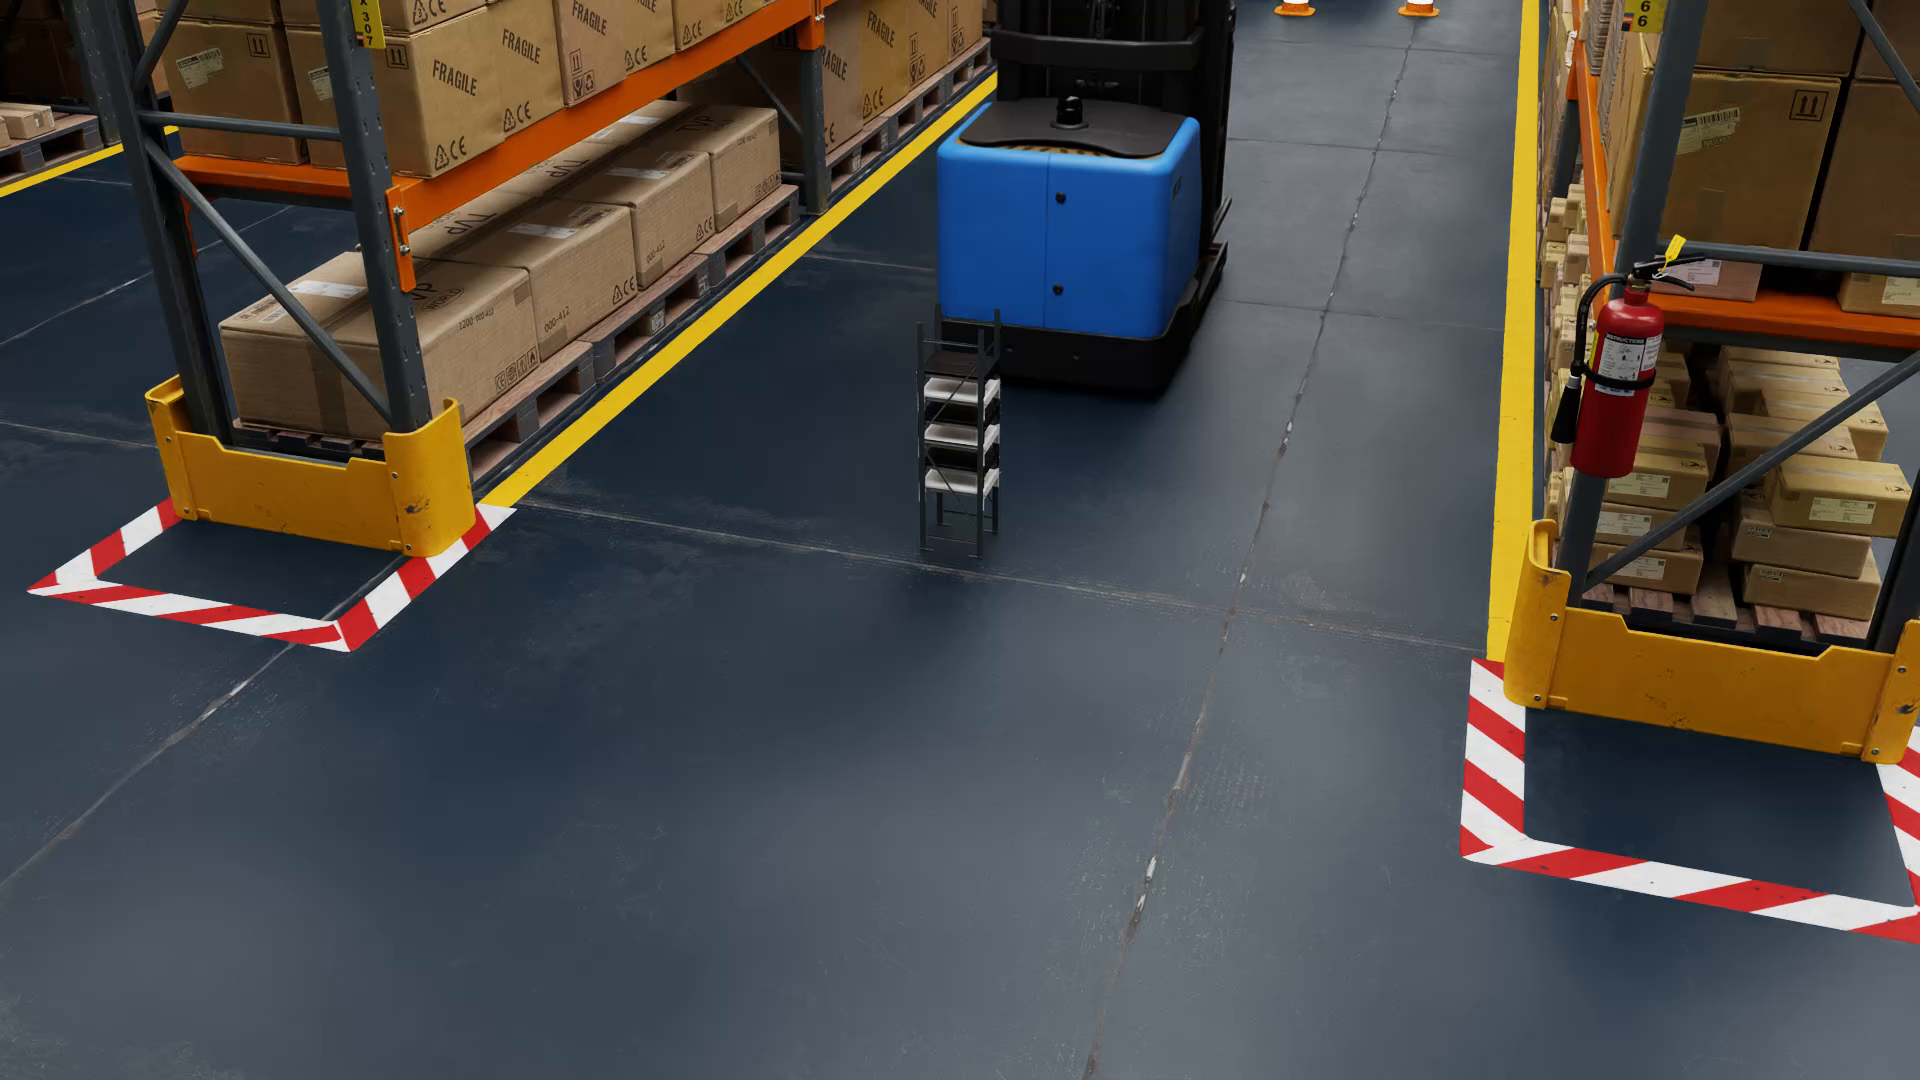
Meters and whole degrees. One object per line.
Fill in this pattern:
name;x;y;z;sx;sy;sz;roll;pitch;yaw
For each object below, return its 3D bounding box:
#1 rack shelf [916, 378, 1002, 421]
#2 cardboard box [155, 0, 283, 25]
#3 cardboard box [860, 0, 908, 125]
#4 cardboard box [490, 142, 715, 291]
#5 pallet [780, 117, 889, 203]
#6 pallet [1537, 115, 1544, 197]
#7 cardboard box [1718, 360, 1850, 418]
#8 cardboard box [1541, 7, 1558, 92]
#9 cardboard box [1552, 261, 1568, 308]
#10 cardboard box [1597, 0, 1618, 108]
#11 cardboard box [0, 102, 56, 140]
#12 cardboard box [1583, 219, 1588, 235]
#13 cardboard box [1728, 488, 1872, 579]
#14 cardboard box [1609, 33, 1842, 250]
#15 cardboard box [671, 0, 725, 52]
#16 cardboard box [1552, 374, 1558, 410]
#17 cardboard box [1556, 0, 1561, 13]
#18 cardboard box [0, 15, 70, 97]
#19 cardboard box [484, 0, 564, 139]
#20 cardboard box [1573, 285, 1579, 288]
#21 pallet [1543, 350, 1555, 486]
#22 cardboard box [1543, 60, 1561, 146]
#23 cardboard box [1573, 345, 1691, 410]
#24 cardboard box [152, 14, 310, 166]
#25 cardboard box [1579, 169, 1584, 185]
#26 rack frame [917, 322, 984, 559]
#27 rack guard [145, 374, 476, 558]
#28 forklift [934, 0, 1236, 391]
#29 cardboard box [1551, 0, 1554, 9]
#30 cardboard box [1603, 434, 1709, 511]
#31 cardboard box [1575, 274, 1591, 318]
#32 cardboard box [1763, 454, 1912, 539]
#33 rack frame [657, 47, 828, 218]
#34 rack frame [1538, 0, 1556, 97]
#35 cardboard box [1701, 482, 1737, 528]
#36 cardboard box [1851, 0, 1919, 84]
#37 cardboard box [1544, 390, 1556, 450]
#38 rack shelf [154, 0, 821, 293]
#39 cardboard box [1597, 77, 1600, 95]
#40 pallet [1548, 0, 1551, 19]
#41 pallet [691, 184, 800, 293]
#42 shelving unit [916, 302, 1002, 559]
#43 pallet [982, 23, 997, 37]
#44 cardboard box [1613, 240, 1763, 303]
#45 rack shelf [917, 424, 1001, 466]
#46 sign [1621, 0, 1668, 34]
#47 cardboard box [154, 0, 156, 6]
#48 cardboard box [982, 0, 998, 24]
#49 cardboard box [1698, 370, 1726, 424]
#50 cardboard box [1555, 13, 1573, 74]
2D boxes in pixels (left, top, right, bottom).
rack shelf;-0.002;-0.518;5.953;0.258;0.077;0.200;8;30;15
cardboard box;-2.524;-2.149;5.896;0.500;0.500;0.500;9;30;17
cardboard box;-0.901;-3.245;10.750;0.875;0.875;0.875;9;30;16
cardboard box;-1.813;-1.640;8.317;0.875;0.438;0.875;8;30;13
pallet;-1.110;-2.420;10.383;1.003;0.211;1.213;8;30;15
pallet;4.081;-2.322;10.207;1.003;0.211;1.213;8;30;15
cardboard box;2.958;-0.515;5.978;0.380;0.149;0.250;7;30;12
cardboard box;4.220;-3.267;11.177;0.500;0.500;0.500;7;30;13
cardboard box;2.982;-1.177;7.782;0.380;0.149;0.250;8;30;15
cardboard box;2.661;-1.876;6.128;0.500;0.500;0.500;10;31;17
cardboard box;-5.893;-2.613;10.361;0.380;0.149;0.250;8;30;13
cardboard box;2.979;-1.308;7.405;0.380;0.149;0.250;8;30;14
cardboard box;2.723;-0.025;5.405;0.380;0.149;0.250;10;31;17
cardboard box;2.209;-1.170;4.859;0.500;0.500;0.500;9;30;16
cardboard box;-1.435;-2.585;7.709;0.500;0.500;0.500;8;30;14
cardboard box;2.496;-0.589;6.417;0.380;0.149;0.250;9;30;16
cardboard box;4.238;-3.602;11.007;0.500;0.250;0.500;7;30;13
cardboard box;-6.149;-3.337;11.303;0.500;0.500;0.500;8;30;15
cardboard box;-1.901;-1.875;6.432;0.500;0.500;0.500;8;30;14
cardboard box;2.874;-1.056;7.258;0.380;0.149;0.250;10;31;17
pallet;2.978;-0.505;6.941;1.003;0.211;1.213;8;30;15
cardboard box;3.779;-2.557;9.900;0.500;0.500;0.500;8;30;14
cardboard box;2.456;-0.589;6.112;0.380;0.149;0.250;7;30;13
cardboard box;-2.550;-1.716;6.146;0.500;0.500;0.500;9;30;15
cardboard box;3.198;-1.677;8.067;0.380;0.149;0.250;10;31;17
rack frame;-0.032;-0.342;5.940;0.240;0.900;0.006;8;30;15
rack guard;-2.445;-0.307;6.287;1.175;0.500;0.348;8;30;15
forklift;0.784;-2.637;7.975;1.130;2.935;3.031;8;30;14
cardboard box;5.463;-4.779;13.637;1.050;0.750;0.750;8;30;15
cardboard box;2.236;-0.231;5.468;0.380;0.149;0.250;9;30;15
cardboard box;2.715;-0.954;6.768;0.380;0.149;0.250;9;30;15
cardboard box;2.802;-0.144;5.311;0.380;0.149;0.250;7;30;13
rack frame;-1.264;-3.269;9.041;1.000;3.000;0.127;8;30;15
rack frame;4.672;-4.469;11.197;1.000;3.000;0.127;8;30;15
cardboard box;2.848;-0.136;5.910;0.380;0.149;0.250;9;30;15
cardboard box;2.709;-1.532;4.481;0.500;0.500;0.500;8;30;15
cardboard box;2.492;-0.451;6.477;0.380;0.149;0.250;7;30;13
rack shelf;-1.851;-2.025;7.545;1.077;0.370;4.000;8;30;15
cardboard box;2.847;-1.920;6.874;0.380;0.149;0.250;9;30;16
pallet;5.691;-4.740;14.553;1.003;0.211;1.213;8;30;15
pallet;-1.562;-1.708;9.104;1.003;0.211;1.213;8;30;15
shelving unit;-0.002;-0.389;6.024;0.258;0.900;0.210;8;30;15
pallet;0.141;-4.272;13.713;1.003;0.211;1.213;8;30;15
cardboard box;2.149;-0.833;4.920;0.380;0.149;0.250;9;30;15
rack shelf;-0.002;-0.360;6.041;0.258;0.077;0.200;8;30;15
sign;1.799;-1.483;4.315;0.100;0.325;0.005;8;30;15
cardboard box;-5.579;-3.740;11.359;0.380;0.149;0.250;7;30;12
cardboard box;0.085;-4.424;13.389;0.950;0.372;0.625;6;30;11
cardboard box;3.010;-0.512;6.279;0.380;0.149;0.250;7;30;12
cardboard box;3.780;-2.895;9.737;0.500;0.250;0.500;7;30;13
